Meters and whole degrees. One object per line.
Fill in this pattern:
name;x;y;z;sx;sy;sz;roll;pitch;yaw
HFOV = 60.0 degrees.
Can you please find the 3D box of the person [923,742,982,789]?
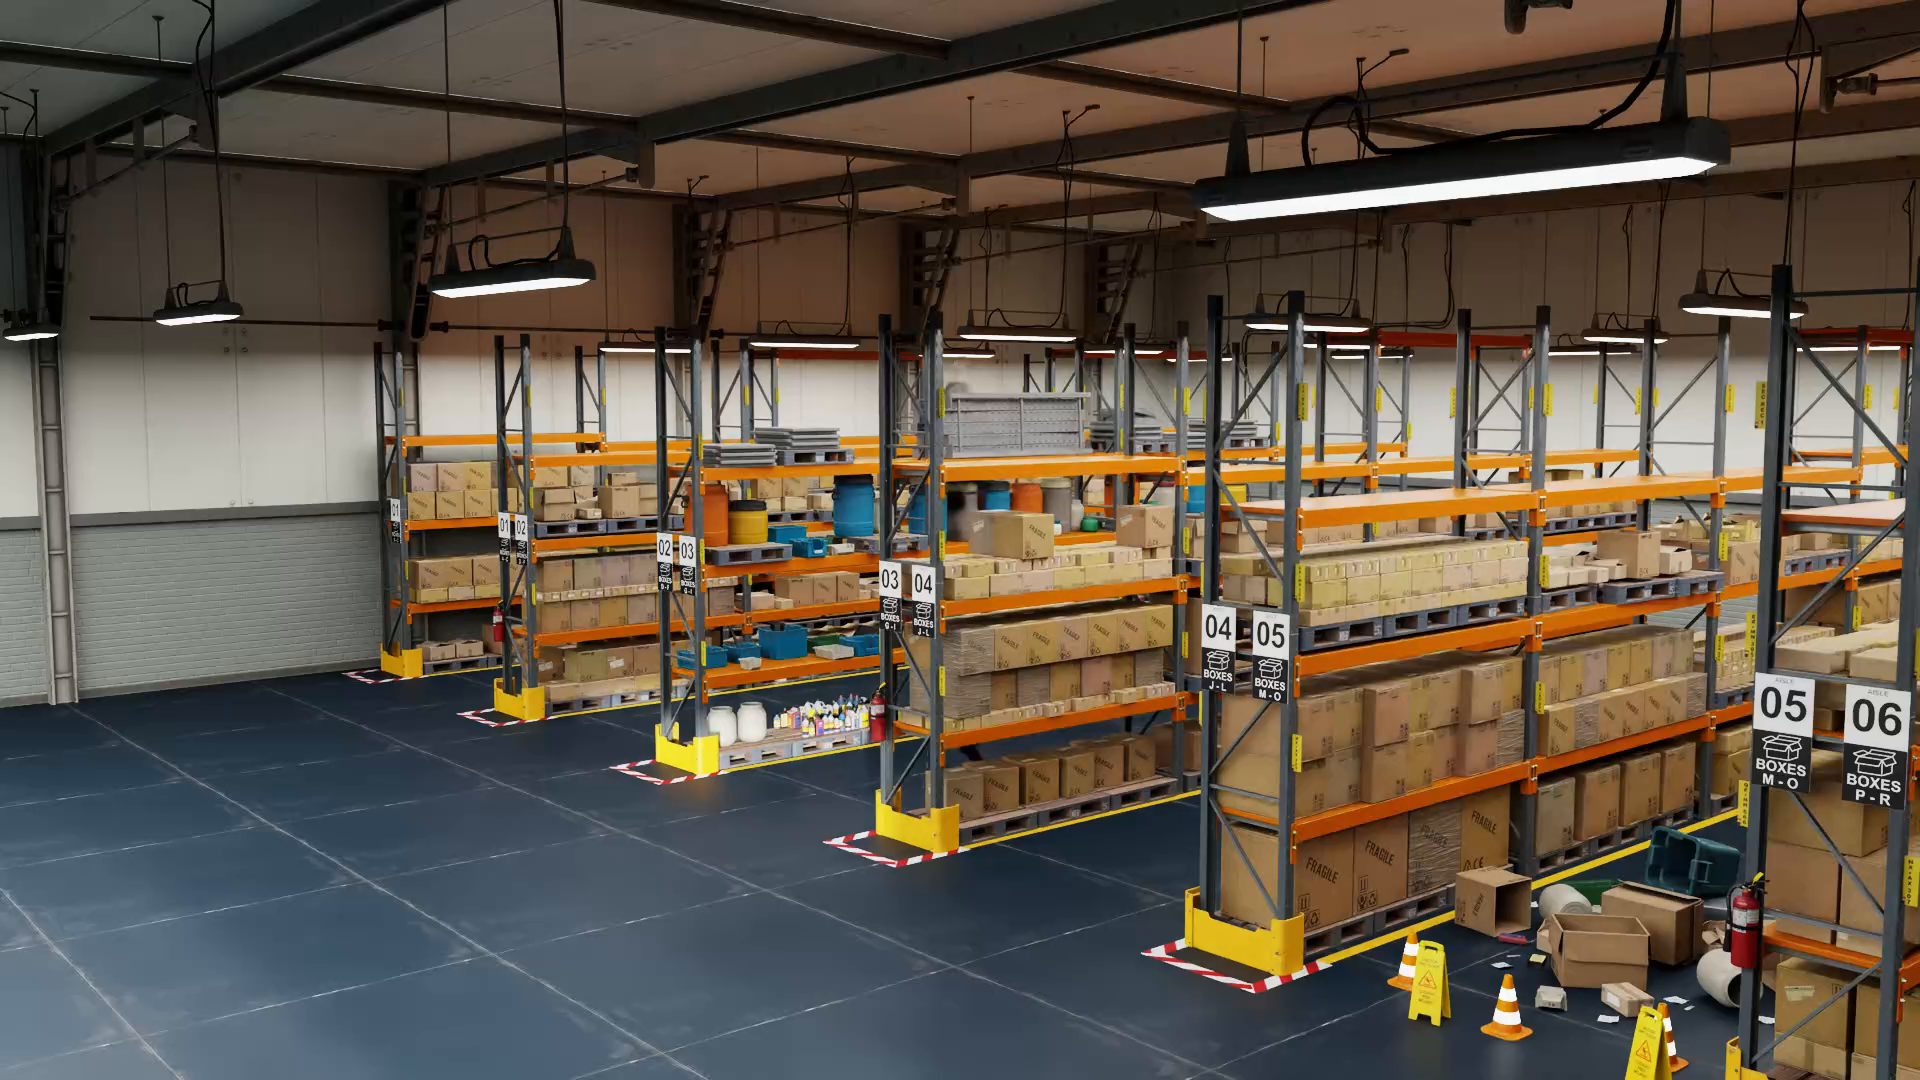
person;-0.090;2.398;21.825;0.608;1.627;1.050;4;7;37
